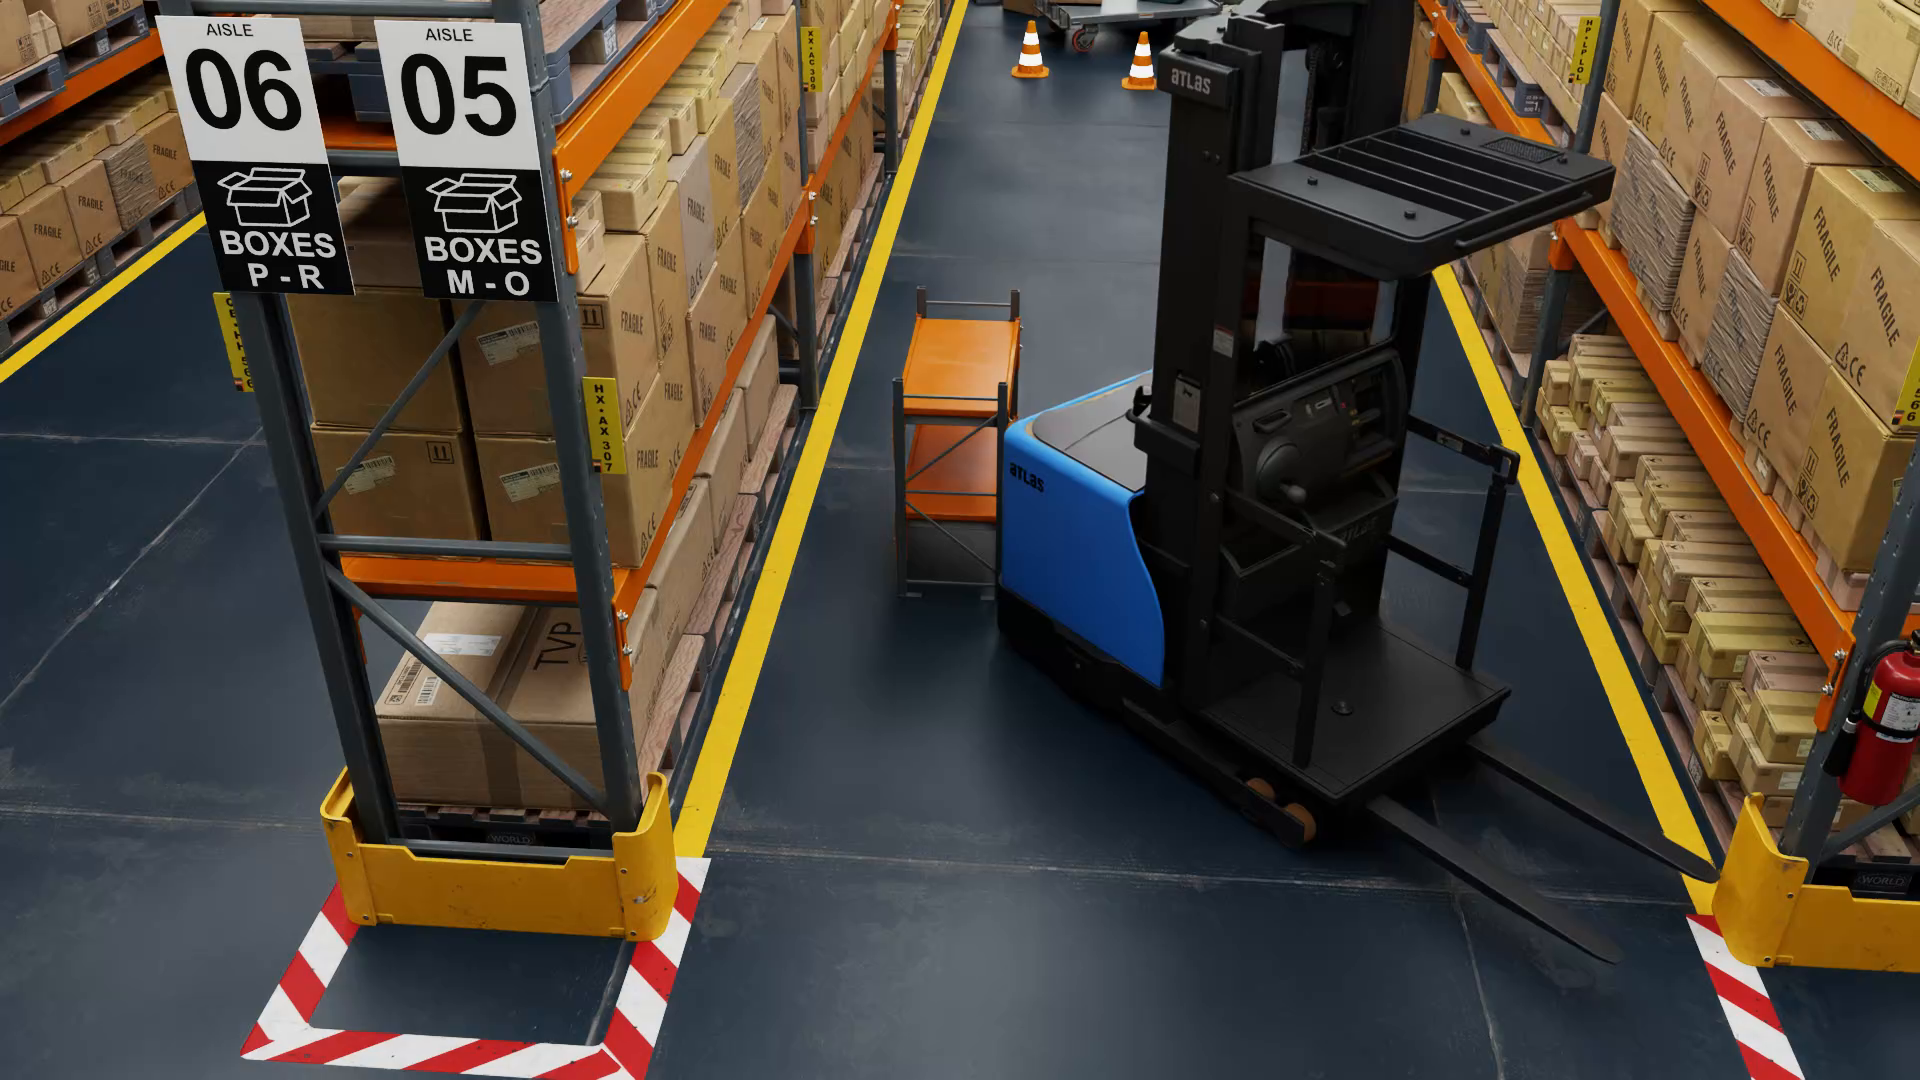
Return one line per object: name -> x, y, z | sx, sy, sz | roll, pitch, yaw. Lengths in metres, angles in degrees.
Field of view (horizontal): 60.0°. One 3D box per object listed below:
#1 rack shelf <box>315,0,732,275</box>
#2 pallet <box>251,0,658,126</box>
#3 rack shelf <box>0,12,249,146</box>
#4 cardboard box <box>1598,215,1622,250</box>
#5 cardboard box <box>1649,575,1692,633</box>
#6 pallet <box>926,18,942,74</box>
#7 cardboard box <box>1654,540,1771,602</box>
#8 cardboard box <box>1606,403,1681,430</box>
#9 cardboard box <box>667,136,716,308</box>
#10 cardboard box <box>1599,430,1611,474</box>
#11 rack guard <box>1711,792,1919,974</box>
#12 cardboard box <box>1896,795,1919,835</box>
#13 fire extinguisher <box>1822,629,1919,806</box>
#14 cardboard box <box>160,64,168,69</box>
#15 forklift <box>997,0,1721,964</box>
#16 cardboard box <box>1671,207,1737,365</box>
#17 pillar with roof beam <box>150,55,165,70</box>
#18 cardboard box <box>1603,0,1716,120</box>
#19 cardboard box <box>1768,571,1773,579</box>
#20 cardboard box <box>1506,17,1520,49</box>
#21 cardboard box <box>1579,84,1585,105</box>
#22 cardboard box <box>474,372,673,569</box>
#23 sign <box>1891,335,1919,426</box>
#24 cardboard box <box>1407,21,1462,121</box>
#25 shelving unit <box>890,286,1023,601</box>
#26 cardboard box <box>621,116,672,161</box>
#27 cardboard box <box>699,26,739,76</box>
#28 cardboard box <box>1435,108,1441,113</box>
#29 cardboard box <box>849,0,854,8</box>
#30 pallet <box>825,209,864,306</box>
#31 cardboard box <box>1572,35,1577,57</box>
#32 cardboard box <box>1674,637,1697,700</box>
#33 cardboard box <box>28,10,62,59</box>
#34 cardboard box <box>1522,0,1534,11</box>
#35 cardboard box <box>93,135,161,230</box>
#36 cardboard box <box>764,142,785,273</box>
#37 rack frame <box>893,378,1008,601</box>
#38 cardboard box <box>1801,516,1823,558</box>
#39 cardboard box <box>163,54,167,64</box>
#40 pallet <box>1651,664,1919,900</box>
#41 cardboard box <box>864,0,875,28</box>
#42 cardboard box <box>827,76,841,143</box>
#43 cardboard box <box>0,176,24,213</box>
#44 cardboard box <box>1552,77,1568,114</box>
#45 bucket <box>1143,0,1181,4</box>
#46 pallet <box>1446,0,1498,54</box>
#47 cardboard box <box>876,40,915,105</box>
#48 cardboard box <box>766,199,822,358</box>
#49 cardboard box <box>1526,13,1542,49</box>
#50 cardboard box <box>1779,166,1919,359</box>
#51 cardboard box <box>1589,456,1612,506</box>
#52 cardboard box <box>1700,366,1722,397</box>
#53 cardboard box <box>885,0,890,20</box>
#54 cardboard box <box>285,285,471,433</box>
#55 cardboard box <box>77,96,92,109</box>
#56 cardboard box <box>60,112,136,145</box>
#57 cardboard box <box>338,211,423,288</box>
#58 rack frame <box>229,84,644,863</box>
rack shelf -> -1.469, -1.986, 6.440 | 1.077, 0.370, 4.000 | 2, 32, 4
pallet -> -1.582, -1.597, 5.207 | 1.003, 0.211, 1.213 | 2, 32, 4
rack shelf -> -6.091, -3.010, 10.961 | 1.077, 0.370, 4.000 | 2, 32, 4
cardboard box -> 3.340, -1.523, 8.101 | 0.380, 0.149, 0.250 | 3, 32, 5
cardboard box -> 3.139, 0.266, 6.992 | 0.380, 0.149, 0.250 | 3, 32, 5
pallet -> -0.716, -4.650, 15.594 | 1.003, 0.211, 1.213 | 2, 32, 4
cardboard box -> 3.124, 0.138, 6.917 | 0.380, 0.149, 0.250 | 4, 32, 6
cardboard box -> 3.350, -0.536, 8.011 | 0.380, 0.149, 0.250 | 2, 32, 3
cardboard box -> -1.239, -1.216, 6.316 | 0.500, 0.500, 0.500 | 2, 32, 4
cardboard box -> 3.348, -0.412, 8.093 | 0.380, 0.149, 0.250 | 1, 32, 1
rack guard -> 3.316, 1.214, 5.804 | 1.175, 0.500, 0.348 | 2, 32, 4
cardboard box -> 3.672, 0.964, 6.144 | 0.380, 0.149, 0.250 | 3, 32, 5
fire extinguisher -> 2.830, 0.493, 5.020 | 0.296, 0.674, 0.183 | 2, 32, 4
cardboard box -> -5.715, -3.484, 12.408 | 0.380, 0.149, 0.250 | 1, 32, 2
forklift -> 1.485, -0.373, 6.061 | 1.130, 2.935, 3.031 | -23, 38, -32
cardboard box -> 3.220, -1.021, 6.668 | 0.500, 0.500, 0.500 | 4, 32, 6
pillar with roof beam -> -2.429, -7.453, 11.766 | 9.100, 9.000, 0.400 | 2, 32, 4
cardboard box -> 3.356, -2.271, 7.745 | 0.500, 0.500, 0.500 | 3, 32, 5
cardboard box -> 3.656, 0.146, 7.187 | 0.380, 0.149, 0.250 | 4, 32, 7
cardboard box -> 3.618, -3.147, 10.336 | 0.380, 0.149, 0.250 | 3, 32, 5
cardboard box -> 3.472, -2.317, 8.706 | 0.380, 0.149, 0.250 | 3, 32, 5
cardboard box -> -1.306, -0.250, 5.702 | 0.500, 0.500, 0.500 | 2, 32, 4
sign -> 2.759, -0.472, 4.752 | 0.100, 0.325, 0.005 | 2, 32, 4
cardboard box -> 4.101, -3.529, 12.862 | 1.050, 0.750, 0.750 | 2, 32, 3
shelving unit -> -0.001, -0.475, 7.949 | 0.538, 1.125, 1.048 | 2, 32, 4
cardboard box -> -1.269, -1.436, 6.055 | 0.380, 0.149, 0.250 | 3, 32, 4
cardboard box -> -1.161, -2.102, 7.135 | 0.380, 0.149, 0.250 | 2, 32, 4
cardboard box -> 3.650, -2.749, 11.835 | 0.500, 0.500, 0.500 | 1, 32, 2
cardboard box -> -0.891, -3.547, 10.098 | 0.500, 0.500, 0.500 | 2, 32, 3
pallet -> -1.221, -1.920, 11.164 | 1.003, 0.211, 1.213 | 2, 32, 4
cardboard box -> 3.495, -2.586, 8.859 | 0.380, 0.149, 0.250 | 2, 32, 3
cardboard box -> 3.180, 0.537, 6.836 | 0.380, 0.149, 0.250 | 3, 32, 4
cardboard box -> -5.758, -3.102, 10.153 | 0.396, 0.266, 0.258 | 4, 32, 6
cardboard box -> 3.601, -3.268, 9.966 | 0.380, 0.149, 0.250 | 2, 32, 3
cardboard box -> -5.863, -2.439, 11.331 | 0.500, 0.500, 0.500 | 1, 32, 2
cardboard box -> -1.125, -1.581, 7.860 | 0.500, 0.500, 0.500 | 2, 32, 3
rack frame -> -0.042, -0.210, 7.518 | 0.500, 1.125, 0.032 | 2, 32, 4
cardboard box -> 3.113, -0.015, 5.654 | 0.380, 0.149, 0.250 | 2, 32, 4
cardboard box -> -5.863, -3.856, 13.511 | 0.875, 0.625, 0.625 | 3, 32, 6
pallet -> 3.418, 0.914, 6.566 | 1.003, 0.211, 1.213 | 2, 32, 4
cardboard box -> -0.826, -3.500, 10.737 | 0.500, 0.250, 0.500 | 2, 32, 3
cardboard box -> -0.966, -2.486, 9.568 | 0.500, 0.250, 0.500 | 2, 32, 3
cardboard box -> -6.004, -2.121, 10.196 | 0.380, 0.149, 0.250 | 1, 32, 1
cardboard box -> 3.514, -2.456, 9.216 | 0.380, 0.149, 0.250 | 2, 32, 4
bucket -> 2.000, -5.508, 16.001 | 0.726, 0.611, 0.620 | 14, 44, 21
pallet -> 4.010, -3.535, 11.310 | 1.213, 0.211, 1.003 | 2, 32, 4
cardboard box -> -0.872, -3.894, 13.813 | 0.950, 0.372, 0.625 | 2, 32, 3
cardboard box -> -1.335, -1.663, 9.714 | 0.875, 0.875, 0.875 | 3, 32, 6
cardboard box -> 3.575, -3.007, 9.825 | 0.380, 0.149, 0.250 | 3, 32, 4
cardboard box -> 3.141, -0.920, 5.552 | 0.500, 0.500, 0.500 | 1, 32, 2
cardboard box -> 3.325, -0.284, 8.169 | 0.380, 0.149, 0.250 | 2, 32, 3
cardboard box -> 3.253, -0.695, 6.759 | 0.380, 0.149, 0.250 | 3, 32, 5
cardboard box -> -0.763, -3.813, 11.721 | 0.500, 0.250, 0.500 | 1, 32, 2
cardboard box -> -1.830, -0.700, 5.478 | 0.500, 0.500, 0.500 | 3, 32, 6
cardboard box -> -6.384, -3.084, 11.760 | 0.380, 0.149, 0.250 | 1, 32, 2
cardboard box -> -5.851, -2.792, 11.285 | 0.380, 0.149, 0.250 | 1, 32, 2
cardboard box -> -1.802, -0.910, 5.200 | 0.380, 0.149, 0.250 | 3, 32, 5
rack frame -> -1.632, 0.031, 5.341 | 1.000, 3.000, 0.127 | 2, 32, 4
